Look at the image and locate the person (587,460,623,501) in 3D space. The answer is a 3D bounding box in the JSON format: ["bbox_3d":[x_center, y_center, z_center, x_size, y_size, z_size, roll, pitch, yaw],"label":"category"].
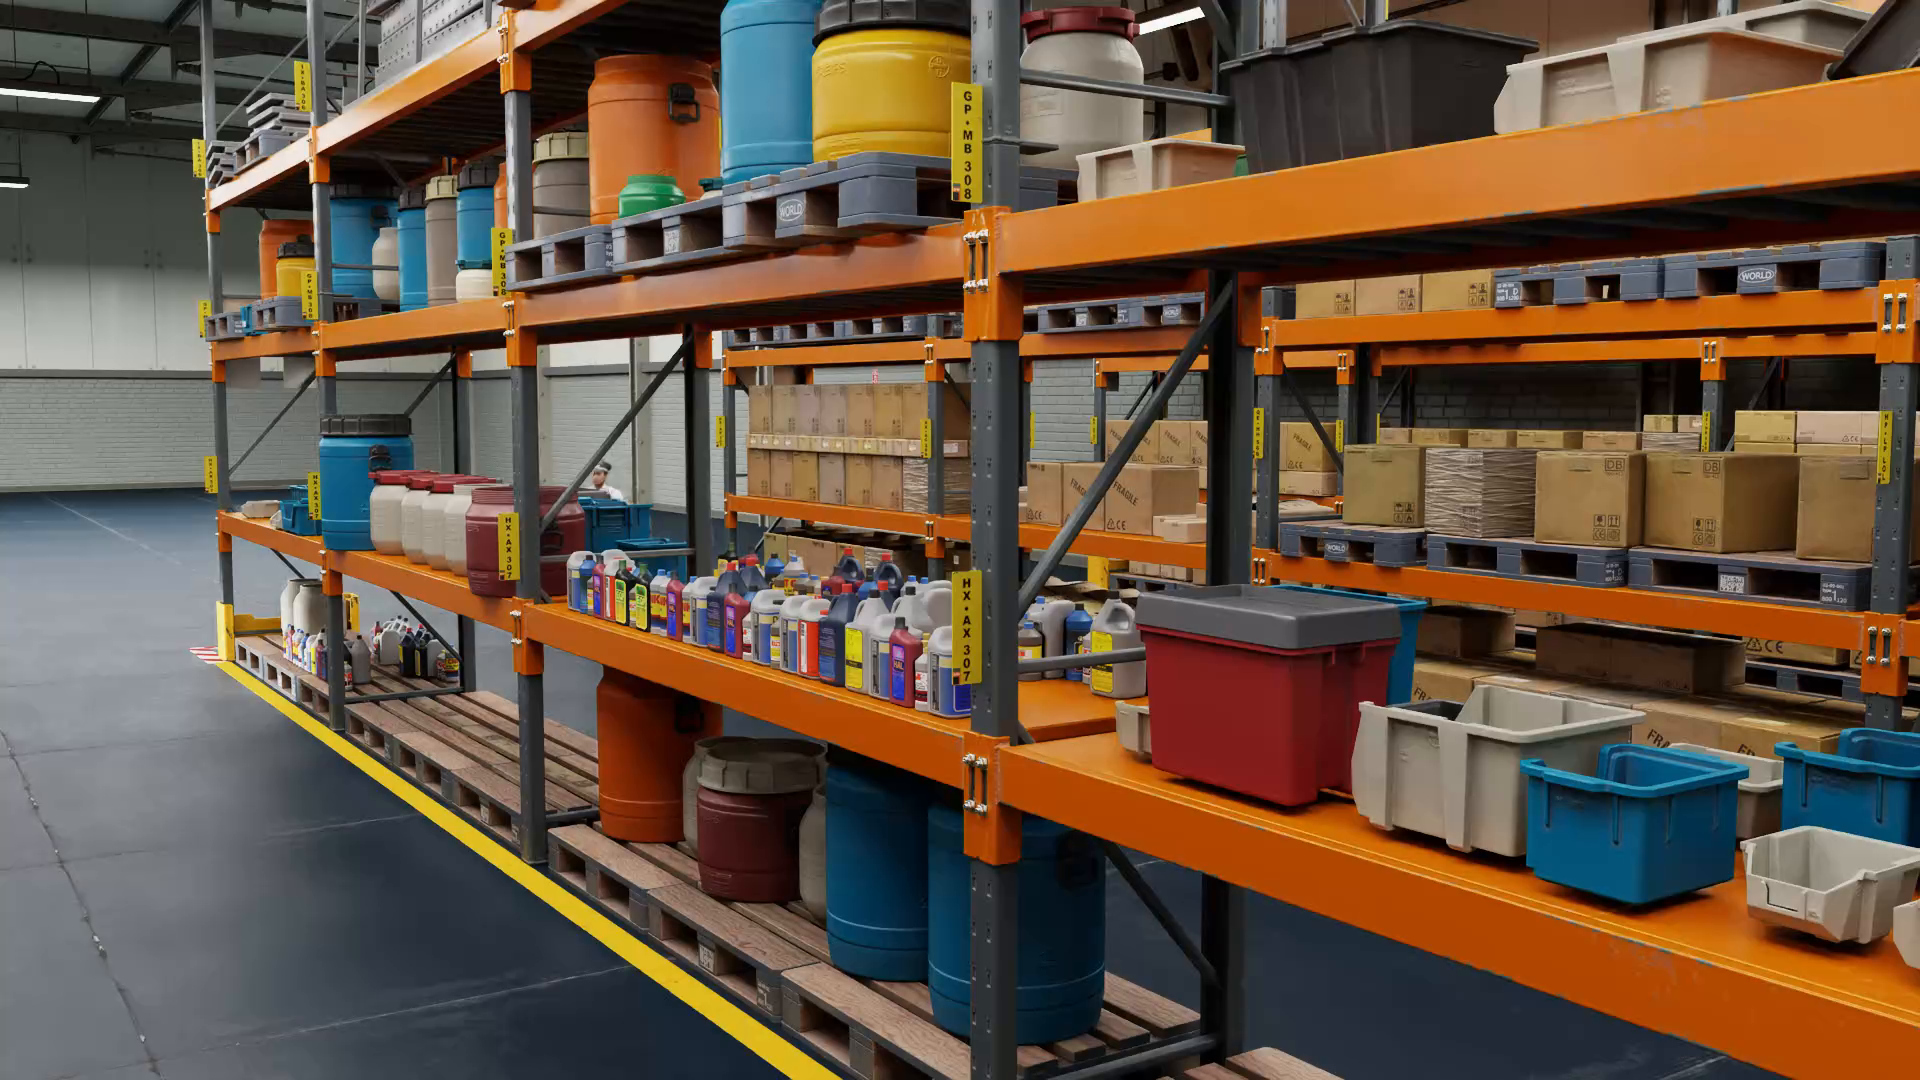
[{"bbox_3d":[-3.733,0.020,17.186,0.539,1.700,0.838,1,5,12],"label":"person"}]
